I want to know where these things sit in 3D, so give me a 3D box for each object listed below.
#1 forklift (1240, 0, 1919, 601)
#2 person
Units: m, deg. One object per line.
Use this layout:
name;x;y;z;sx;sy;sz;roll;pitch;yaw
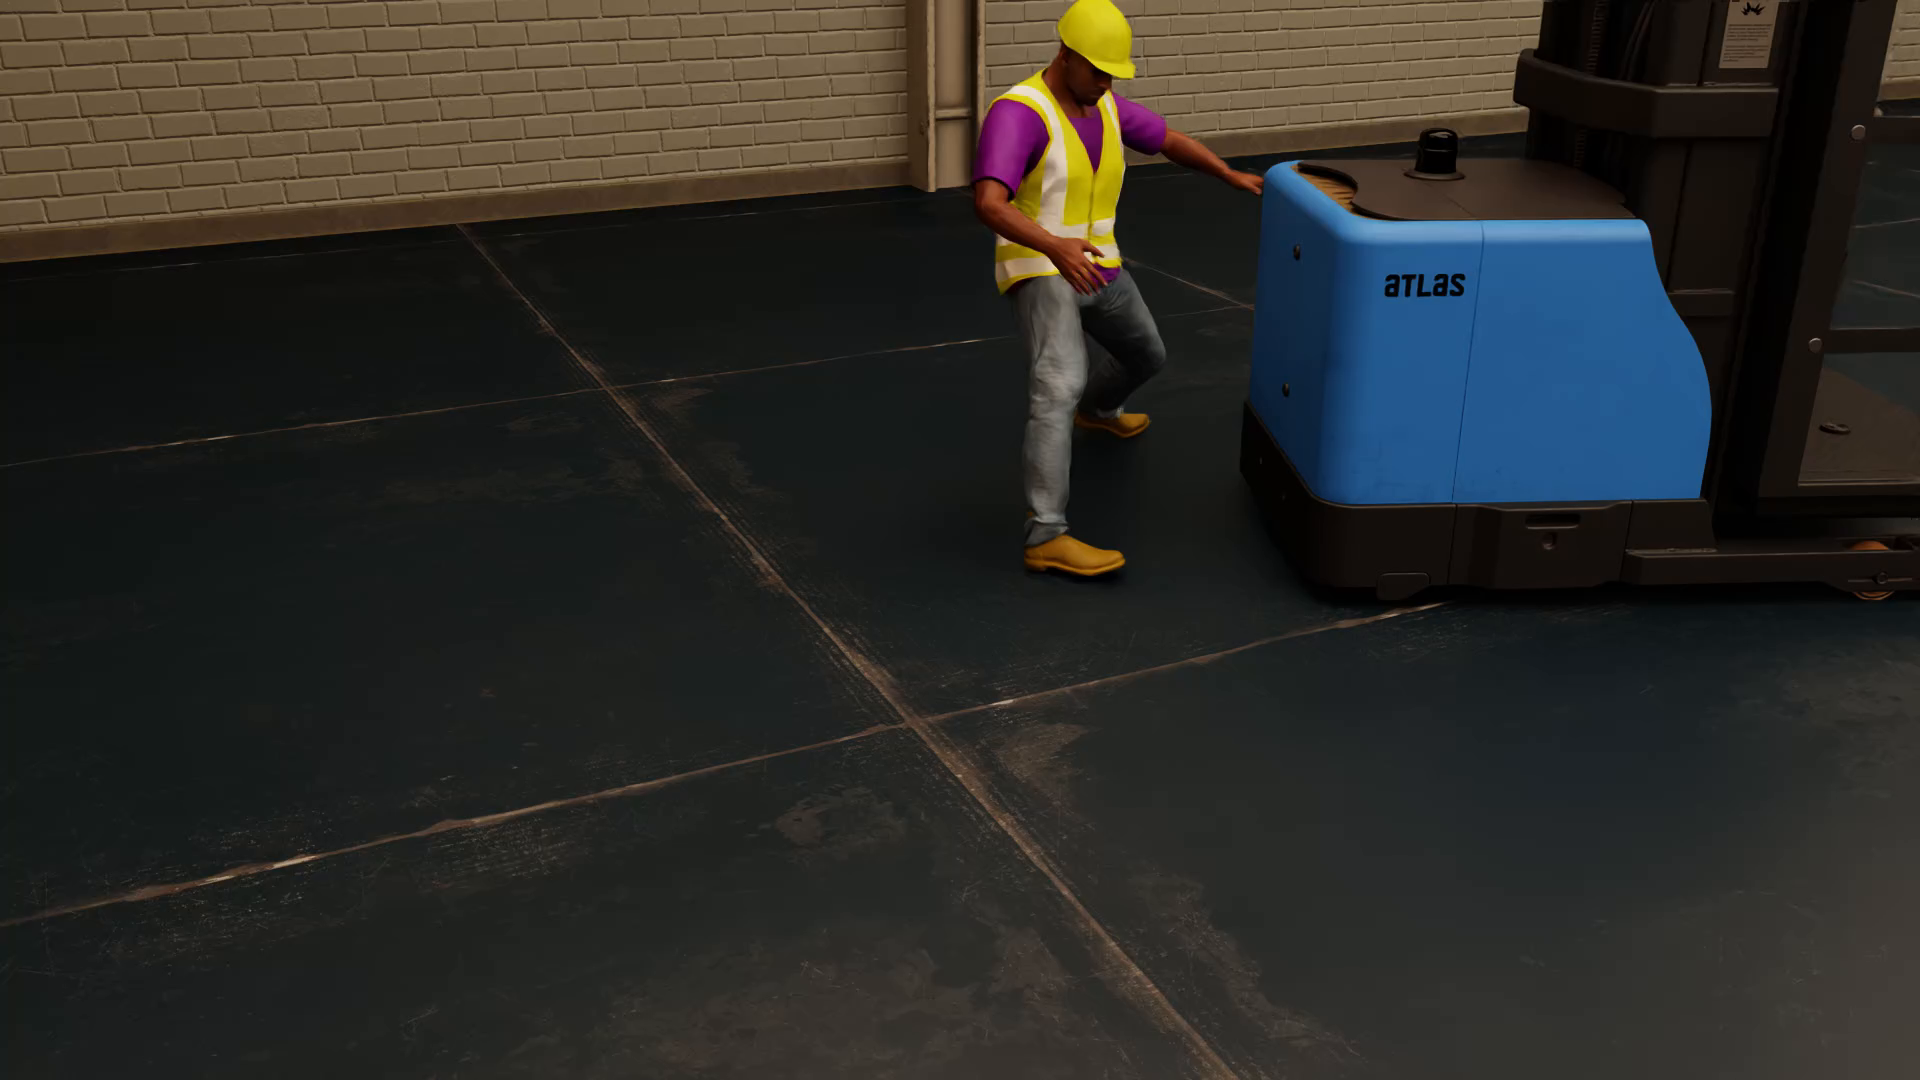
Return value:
forklift;2.456;-1.384;4.618;3.031;2.935;1.130;-1;23;-3
person;0.471;-0.862;5.144;0.935;1.562;1.258;20;30;40
